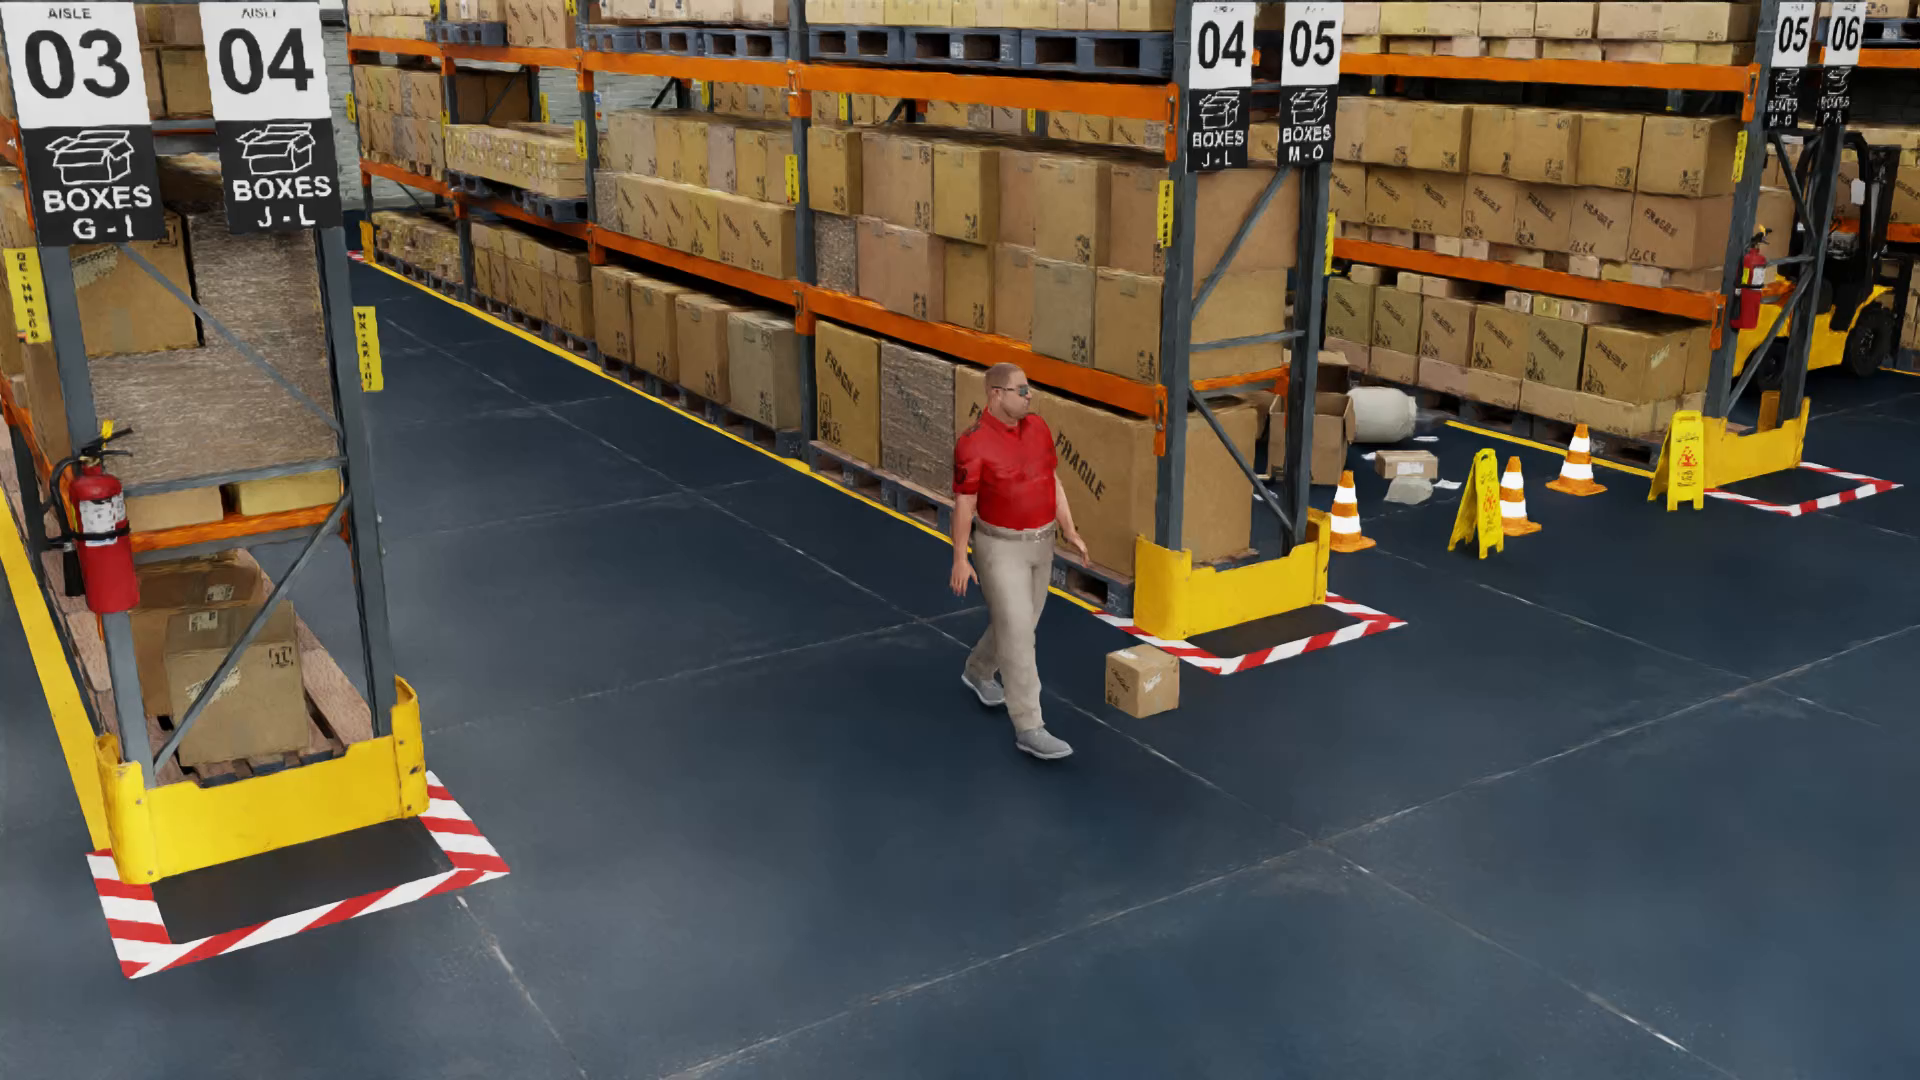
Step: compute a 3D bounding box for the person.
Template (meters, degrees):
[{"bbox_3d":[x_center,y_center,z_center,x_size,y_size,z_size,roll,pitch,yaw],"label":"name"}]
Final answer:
[{"bbox_3d":[0.297,0.147,7.474,0.541,1.483,0.915,-17,24,-42],"label":"person"}]
